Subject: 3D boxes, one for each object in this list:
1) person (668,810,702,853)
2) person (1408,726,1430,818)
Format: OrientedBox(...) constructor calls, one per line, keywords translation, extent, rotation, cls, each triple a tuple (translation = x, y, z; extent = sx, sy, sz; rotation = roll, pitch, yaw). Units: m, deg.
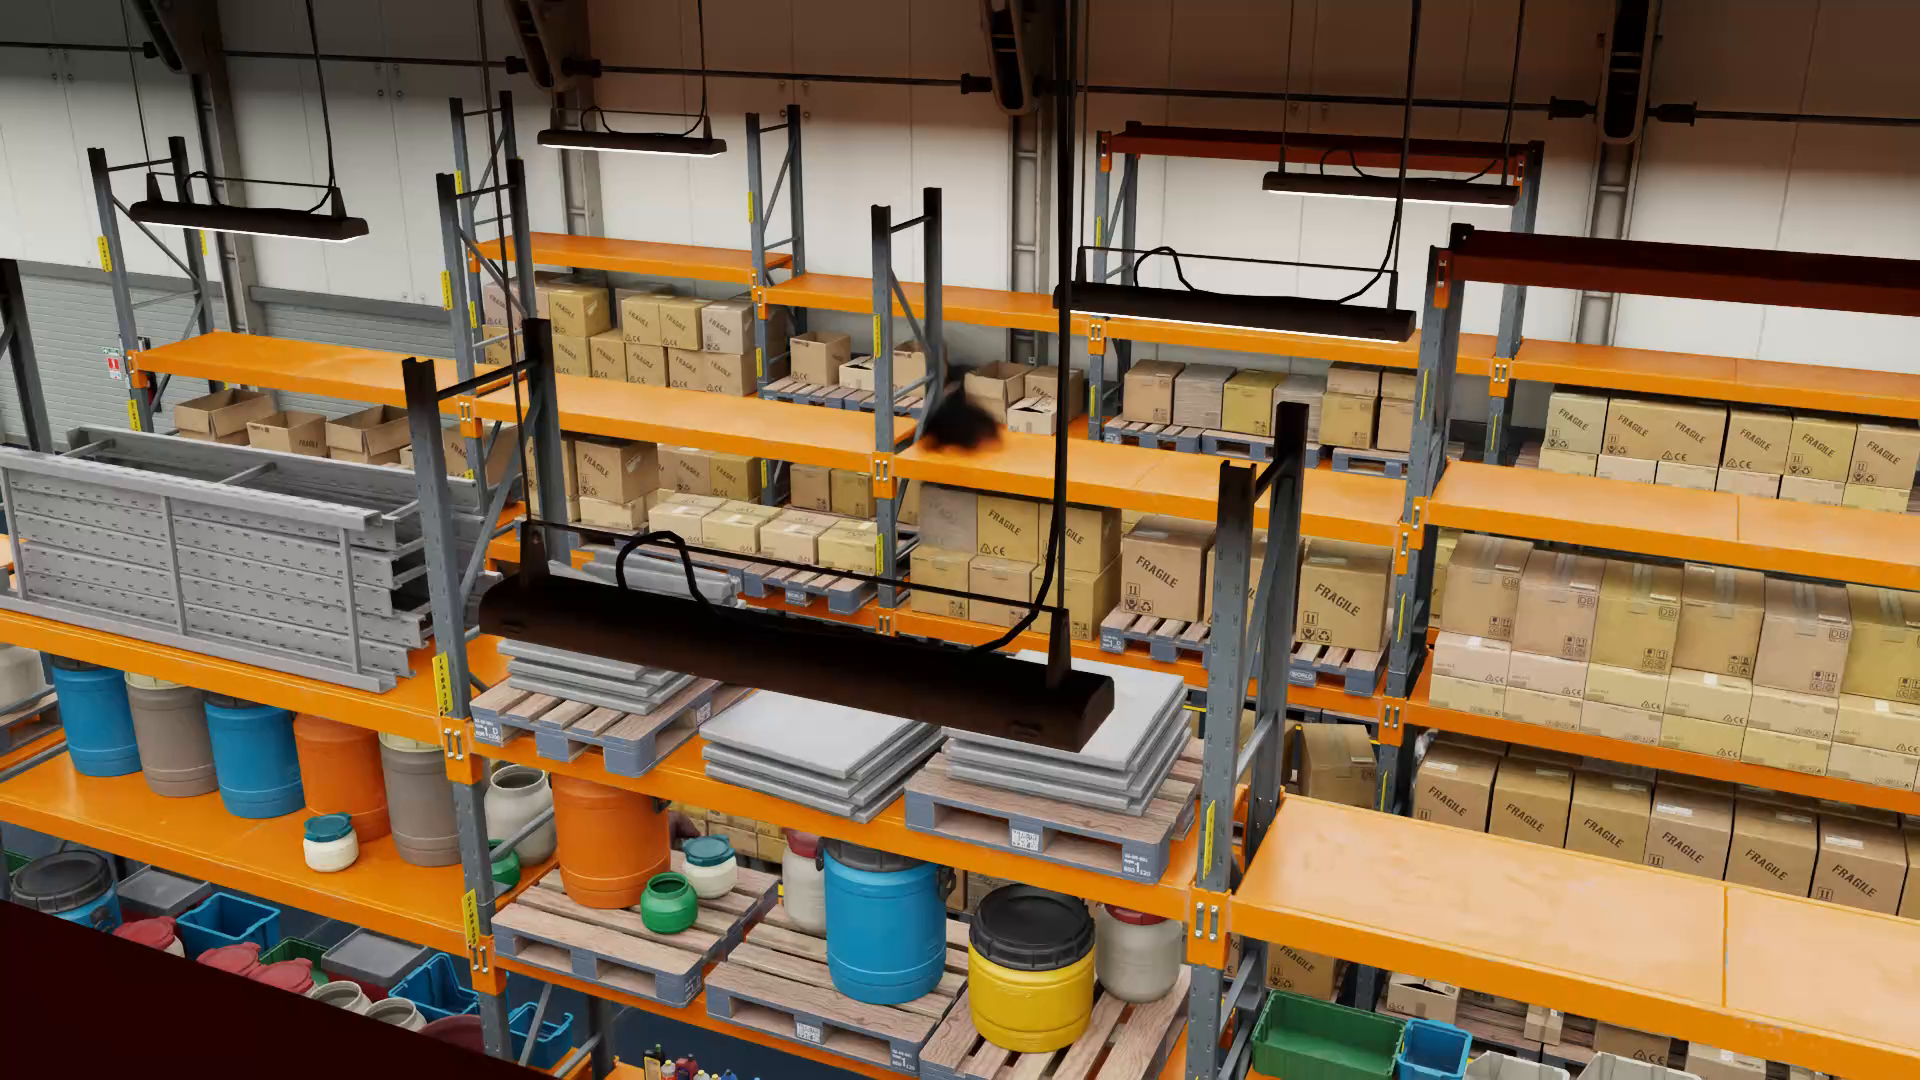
OrientedBox(translation=(-2.263, 2.760, 12.822), extent=(0.925, 1.810, 0.712), rotation=(10, 23, 25), cls="person")
OrientedBox(translation=(4.072, 2.219, 14.608), extent=(0.654, 1.559, 0.518), rotation=(7, 22, 17), cls="person")
